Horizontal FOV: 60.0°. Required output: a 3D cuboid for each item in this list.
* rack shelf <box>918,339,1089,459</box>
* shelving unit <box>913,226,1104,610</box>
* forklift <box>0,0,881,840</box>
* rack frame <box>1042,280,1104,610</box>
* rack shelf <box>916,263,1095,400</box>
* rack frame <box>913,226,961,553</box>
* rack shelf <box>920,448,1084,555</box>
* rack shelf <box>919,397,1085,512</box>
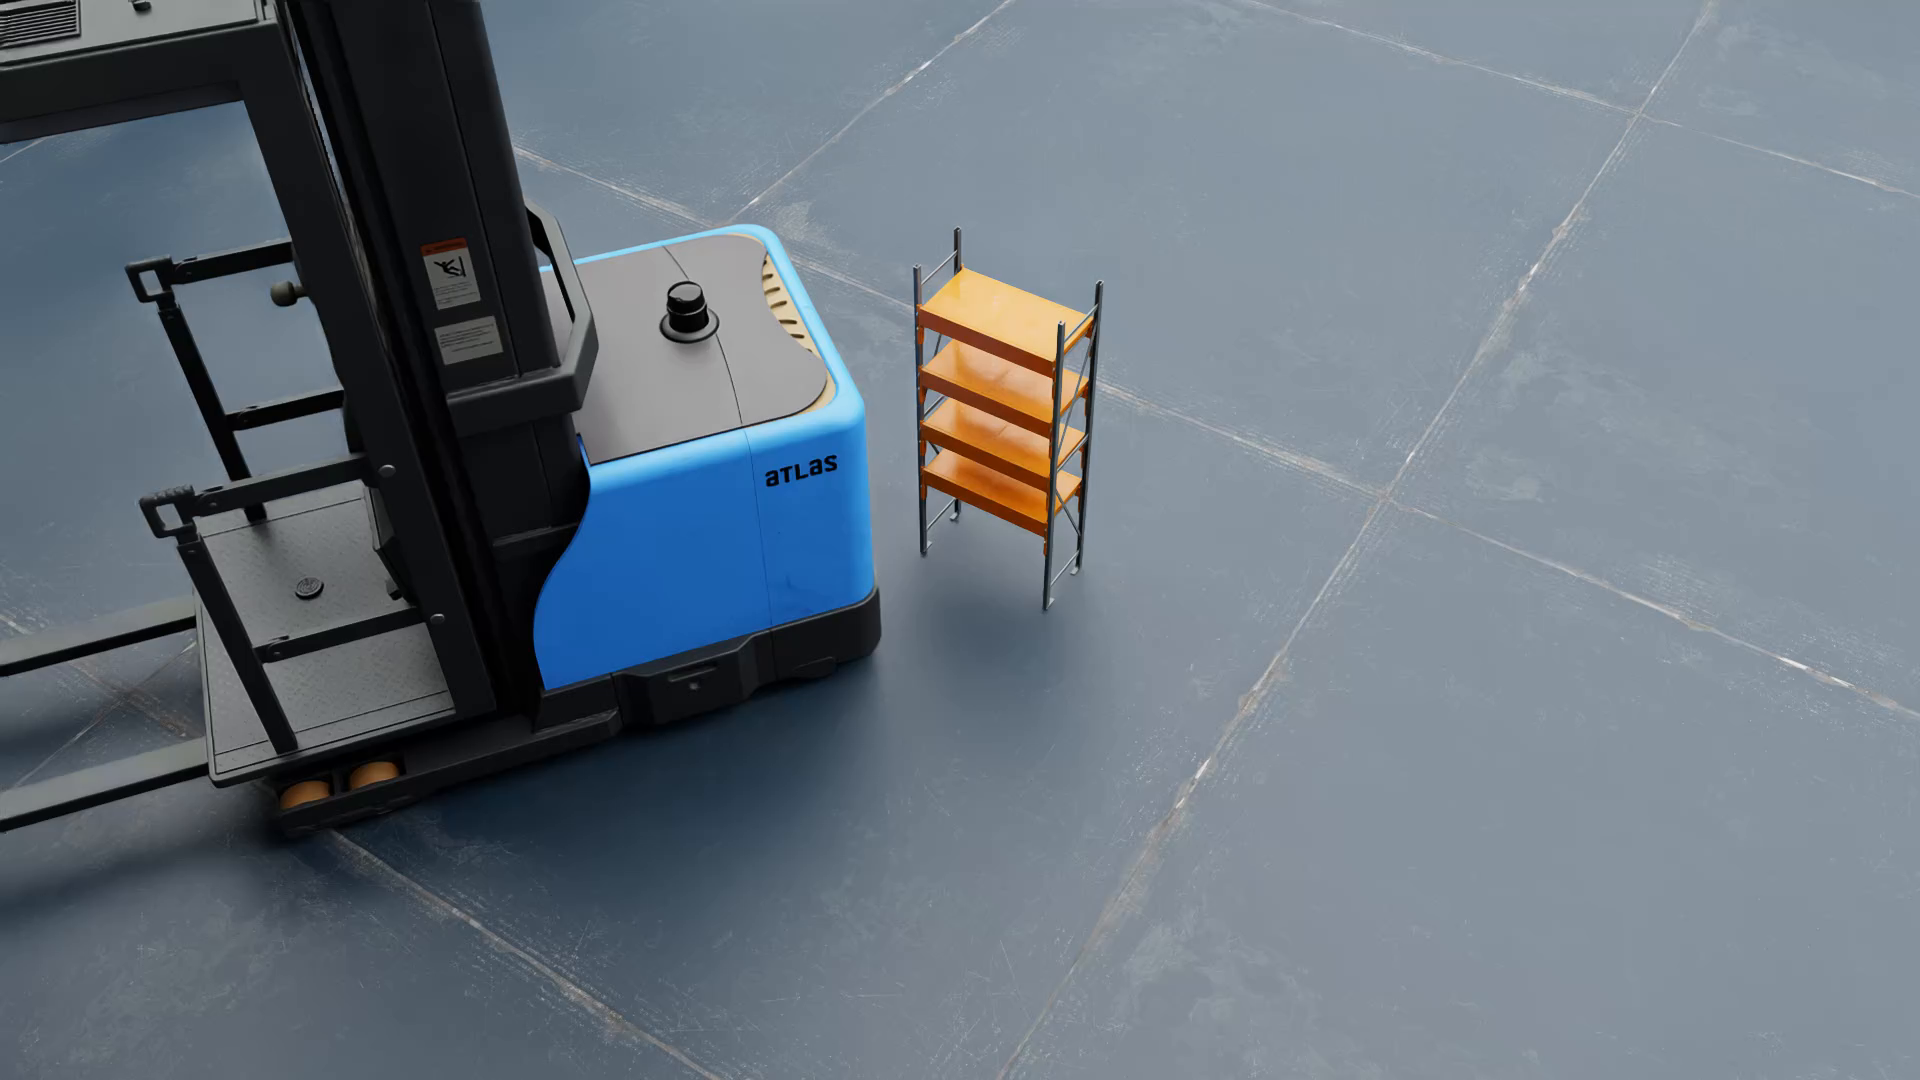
[{"bbox_3d":[0.139,-0.463,5.145,0.480,0.148,0.258,25,51,22],"label":"rack shelf"},{"bbox_3d":[0.139,-0.354,5.257,0.503,1.200,0.258,25,51,22],"label":"shelving unit"},{"bbox_3d":[-1.824,-0.586,4.275,3.031,2.935,1.130,-15,48,-15],"label":"forklift"},{"bbox_3d":[0.345,-0.260,5.166,0.015,1.200,0.240,25,51,22],"label":"rack frame"},{"bbox_3d":[0.139,-0.628,4.976,0.480,0.148,0.258,25,51,22],"label":"rack shelf"},{"bbox_3d":[-0.066,-0.449,5.349,0.015,1.200,0.240,25,51,22],"label":"rack frame"},{"bbox_3d":[0.139,-0.169,5.448,0.480,0.148,0.258,25,51,22],"label":"rack shelf"},{"bbox_3d":[0.139,-0.307,5.306,0.480,0.148,0.258,25,51,22],"label":"rack shelf"}]
